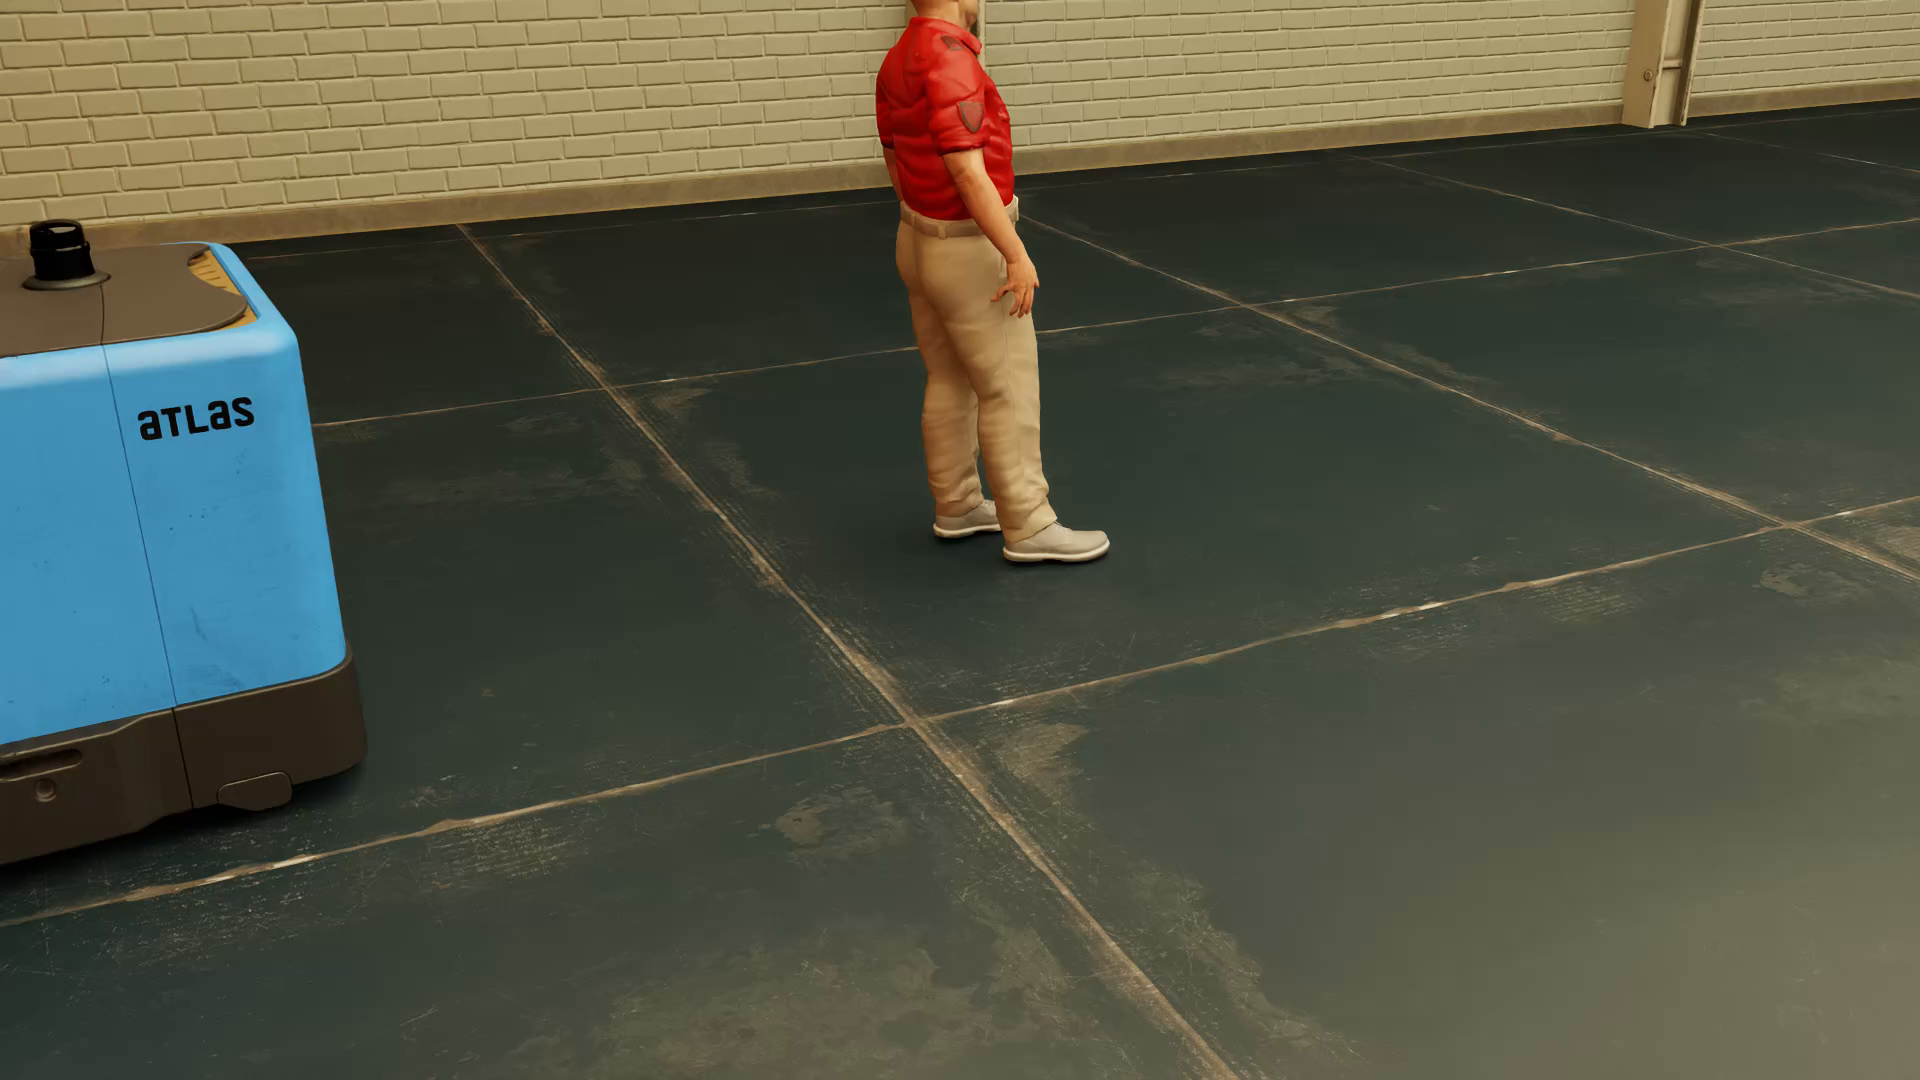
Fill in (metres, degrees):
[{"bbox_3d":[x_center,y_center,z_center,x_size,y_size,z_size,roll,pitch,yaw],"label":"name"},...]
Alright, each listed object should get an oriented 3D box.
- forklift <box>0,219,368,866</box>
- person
[{"bbox_3d":[-2.877,-0.671,2.902,3.031,2.935,1.130,-12,26,-27],"label":"forklift"},{"bbox_3d":[0.086,-0.815,4.797,0.551,1.727,0.640,-10,25,-23],"label":"person"}]
